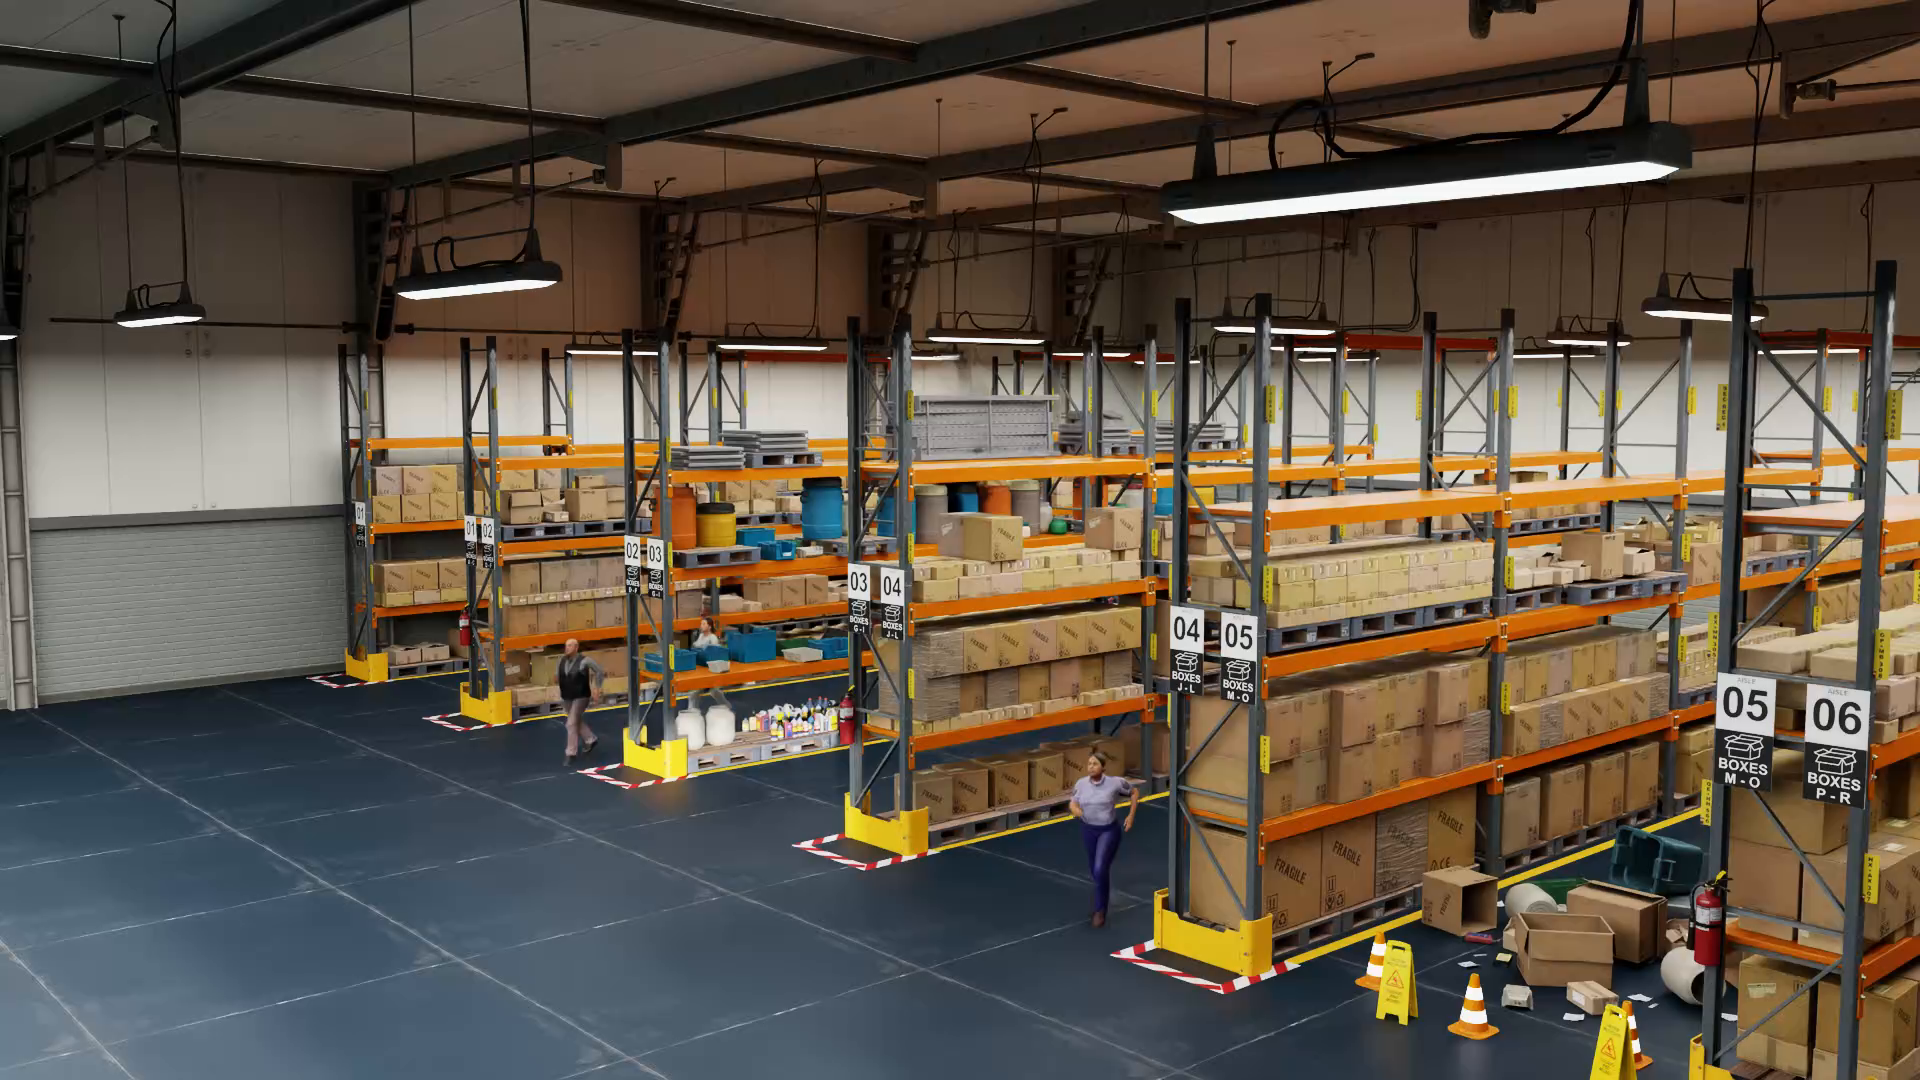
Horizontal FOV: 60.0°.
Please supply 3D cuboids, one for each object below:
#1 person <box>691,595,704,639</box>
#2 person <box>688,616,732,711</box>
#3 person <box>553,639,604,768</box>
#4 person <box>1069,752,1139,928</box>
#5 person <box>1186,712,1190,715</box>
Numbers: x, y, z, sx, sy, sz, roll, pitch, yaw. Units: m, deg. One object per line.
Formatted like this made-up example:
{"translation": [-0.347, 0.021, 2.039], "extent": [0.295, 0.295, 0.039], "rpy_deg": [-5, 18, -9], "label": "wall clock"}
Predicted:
{"translation": [-4.910, 1.583, 31.027], "extent": [0.510, 1.642, 0.733], "rpy_deg": [5, 7, 44], "label": "person"}
{"translation": [-3.899, 2.026, 25.606], "extent": [0.554, 1.651, 0.907], "rpy_deg": [4, 7, 38], "label": "person"}
{"translation": [-5.356, 2.241, 23.235], "extent": [0.679, 1.761, 0.884], "rpy_deg": [3, 6, 28], "label": "person"}
{"translation": [1.388, 2.908, 16.250], "extent": [0.612, 1.677, 0.842], "rpy_deg": [3, 6, 29], "label": "person"}
{"translation": [3.881, 1.944, 26.593], "extent": [0.607, 1.641, 0.941], "rpy_deg": [5, 7, 44], "label": "person"}
